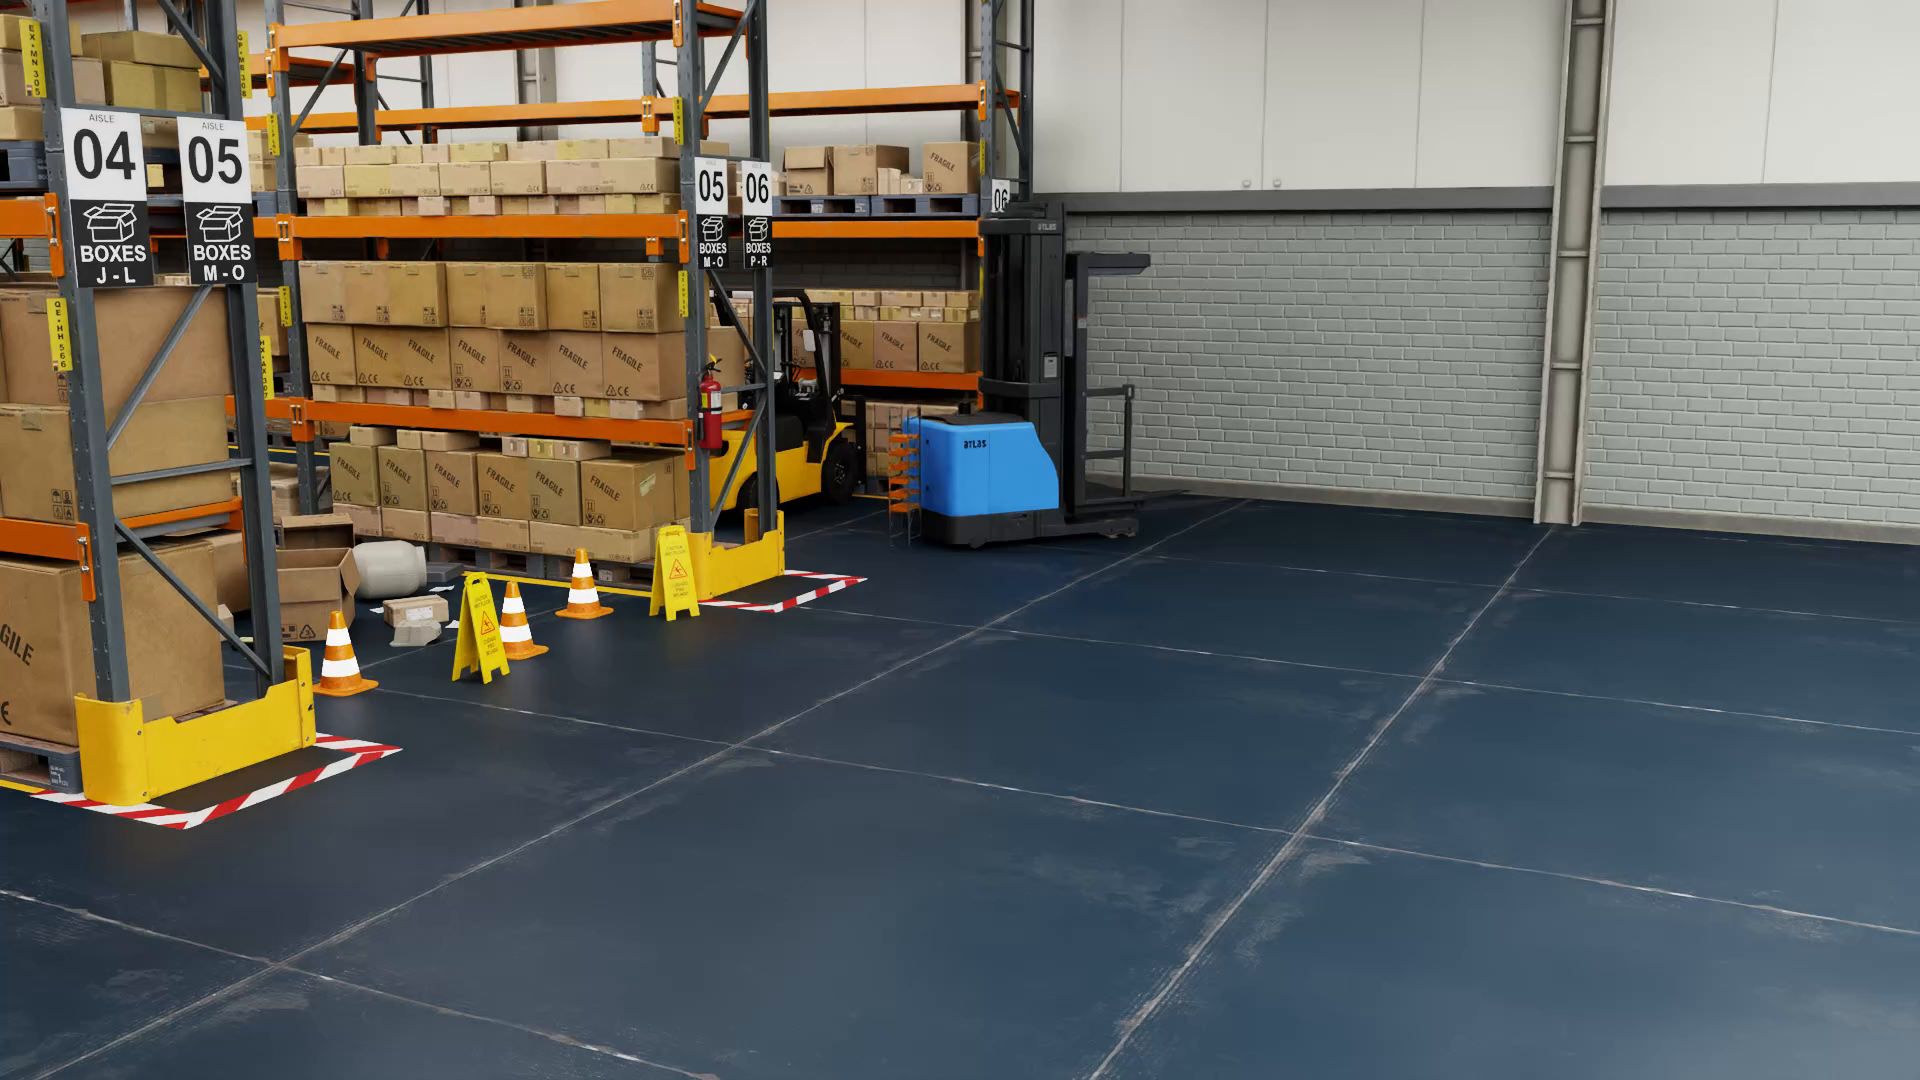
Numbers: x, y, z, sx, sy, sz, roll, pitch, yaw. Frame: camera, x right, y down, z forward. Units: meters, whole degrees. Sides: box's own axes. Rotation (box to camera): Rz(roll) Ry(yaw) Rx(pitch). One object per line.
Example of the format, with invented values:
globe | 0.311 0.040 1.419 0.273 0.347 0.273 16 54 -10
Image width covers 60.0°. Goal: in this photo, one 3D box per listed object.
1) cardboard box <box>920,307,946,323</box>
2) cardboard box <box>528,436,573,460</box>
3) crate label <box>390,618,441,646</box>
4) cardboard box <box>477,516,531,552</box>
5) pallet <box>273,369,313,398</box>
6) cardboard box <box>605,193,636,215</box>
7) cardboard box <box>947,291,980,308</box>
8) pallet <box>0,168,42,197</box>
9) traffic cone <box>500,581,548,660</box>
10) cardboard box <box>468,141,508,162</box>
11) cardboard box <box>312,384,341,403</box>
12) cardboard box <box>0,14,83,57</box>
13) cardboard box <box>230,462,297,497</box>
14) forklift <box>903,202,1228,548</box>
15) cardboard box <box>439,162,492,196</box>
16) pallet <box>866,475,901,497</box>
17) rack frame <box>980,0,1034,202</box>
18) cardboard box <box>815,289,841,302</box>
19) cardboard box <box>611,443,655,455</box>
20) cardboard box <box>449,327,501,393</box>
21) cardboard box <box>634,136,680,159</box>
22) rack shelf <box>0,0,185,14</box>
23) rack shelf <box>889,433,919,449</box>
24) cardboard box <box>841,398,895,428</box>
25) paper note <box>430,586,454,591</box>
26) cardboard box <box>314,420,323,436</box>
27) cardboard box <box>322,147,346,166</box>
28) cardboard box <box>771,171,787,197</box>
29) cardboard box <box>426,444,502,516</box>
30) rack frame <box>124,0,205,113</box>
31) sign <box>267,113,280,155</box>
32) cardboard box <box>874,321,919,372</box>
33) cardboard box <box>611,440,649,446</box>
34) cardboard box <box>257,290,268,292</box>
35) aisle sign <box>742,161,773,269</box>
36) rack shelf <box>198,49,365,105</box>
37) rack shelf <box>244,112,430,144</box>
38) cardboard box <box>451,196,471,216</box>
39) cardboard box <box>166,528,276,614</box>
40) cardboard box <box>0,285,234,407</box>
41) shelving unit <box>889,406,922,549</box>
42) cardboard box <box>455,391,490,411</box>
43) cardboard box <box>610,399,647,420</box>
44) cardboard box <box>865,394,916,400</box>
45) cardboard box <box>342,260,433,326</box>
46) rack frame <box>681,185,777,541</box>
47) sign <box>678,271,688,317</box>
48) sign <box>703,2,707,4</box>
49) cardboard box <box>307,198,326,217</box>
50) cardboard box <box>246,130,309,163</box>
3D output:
cardboard box | -0.204 -2.286 16.838 0.250 0.149 0.380 5 12 27
cardboard box | -3.136 -0.729 12.948 0.250 0.149 0.380 5 12 27
crate label | -3.595 0.606 10.998 0.298 0.136 0.250 -1 10 -4
cardboard box | -3.496 -0.084 13.311 0.500 0.250 0.500 5 11 24
pallet | -5.928 -1.431 14.754 1.213 0.211 1.003 5 11 26
cardboard box | -2.401 -2.477 12.277 0.250 0.149 0.380 5 11 26
cardboard box | 0.059 -2.429 16.793 0.250 0.149 0.380 5 11 26
pallet | -5.587 -1.913 8.706 1.213 0.211 1.003 5 11 26
traffic cone | -2.862 0.498 10.681 0.334 0.463 0.336 5 11 26
cardboard box | -3.543 -2.967 12.743 0.250 0.149 0.380 5 12 27
cardboard box | -5.166 -1.242 13.878 0.250 0.149 0.380 5 11 26
cardboard box | -4.271 -2.301 7.607 0.250 0.149 0.380 5 11 26
cardboard box | -6.424 -0.453 15.008 0.625 0.372 0.950 6 12 29
forklift | 1.026 -1.534 14.975 3.031 2.935 1.130 -5 12 -27
cardboard box | -3.669 -2.792 12.898 0.500 0.250 0.500 5 11 26
pallet | -0.231 -0.601 17.460 1.213 0.211 1.003 5 11 26
rack frame | 0.474 -4.872 16.381 0.127 3.000 1.000 5 11 26
cardboard box | -1.319 -2.549 17.455 0.250 0.149 0.380 5 11 27
cardboard box | -2.813 -0.500 13.503 0.500 0.500 0.500 5 11 24
cardboard box | -3.668 -1.444 13.172 0.500 0.500 0.500 5 11 26
cardboard box | -2.153 -2.851 12.105 0.250 0.149 0.380 5 11 26
rack shelf | -12.081 -7.257 22.245 4.000 0.370 1.077 5 11 26
rack shelf | -0.473 -0.854 14.307 0.180 0.103 0.258 5 11 25
cardboard box | -0.995 -1.329 17.387 0.500 0.250 0.500 5 11 27
paper note | -3.935 0.365 12.629 0.148 0.019 0.142 1 10 6
cardboard box | -8.090 -1.608 21.031 0.500 0.500 0.500 6 12 28
cardboard box | -4.922 -3.094 13.447 0.250 0.149 0.380 5 12 28
cardboard box | -1.917 -3.735 17.442 0.258 0.266 0.396 5 11 24
cardboard box | -3.947 -0.494 13.471 0.500 0.500 0.500 6 12 29
rack frame | -10.288 -5.818 21.606 0.127 3.000 1.000 5 11 26
sign | -5.549 -3.277 13.436 0.005 0.325 0.100 5 11 26
cardboard box | -0.545 -2.008 17.123 0.500 0.500 0.500 5 12 28
cardboard box | -3.586 -1.313 19.049 0.625 0.625 0.875 6 12 28
cardboard box | -6.487 -2.008 15.105 0.500 0.500 0.500 5 11 25
aisle sign | -1.527 -2.451 12.549 0.004 0.787 0.394 5 11 26
rack shelf | -7.100 -4.001 14.712 4.000 0.370 1.077 5 11 26
rack shelf | -8.494 -5.109 20.835 4.000 0.370 1.077 5 11 26
cardboard box | -3.751 -2.609 13.005 0.250 0.149 0.380 5 11 26
cardboard box | -5.257 0.228 11.675 0.503 0.637 0.797 5 11 26
cardboard box | -4.135 -0.969 8.208 0.550 0.550 0.875 5 11 26
shelving unit | -0.473 -0.543 14.363 0.189 1.200 0.258 5 11 25
cardboard box | -3.785 -1.125 13.227 0.250 0.149 0.380 5 11 26
cardboard box | -2.426 -1.001 12.543 0.250 0.149 0.380 5 11 25
cardboard box | -0.767 -1.414 17.852 0.500 0.250 0.500 5 11 25
cardboard box | -4.560 -2.017 13.526 0.500 0.500 0.700 5 11 26
rack frame | -1.719 -1.127 12.534 0.127 3.000 1.000 5 11 26
sign | -1.983 -1.765 11.922 0.005 0.325 0.100 5 11 26
sign | -2.846 -5.811 18.505 0.005 0.325 0.100 5 11 26
cardboard box | -5.134 -2.730 13.675 0.250 0.149 0.380 5 11 25
cardboard box | -5.883 -3.322 14.080 0.500 0.250 0.500 5 12 27
